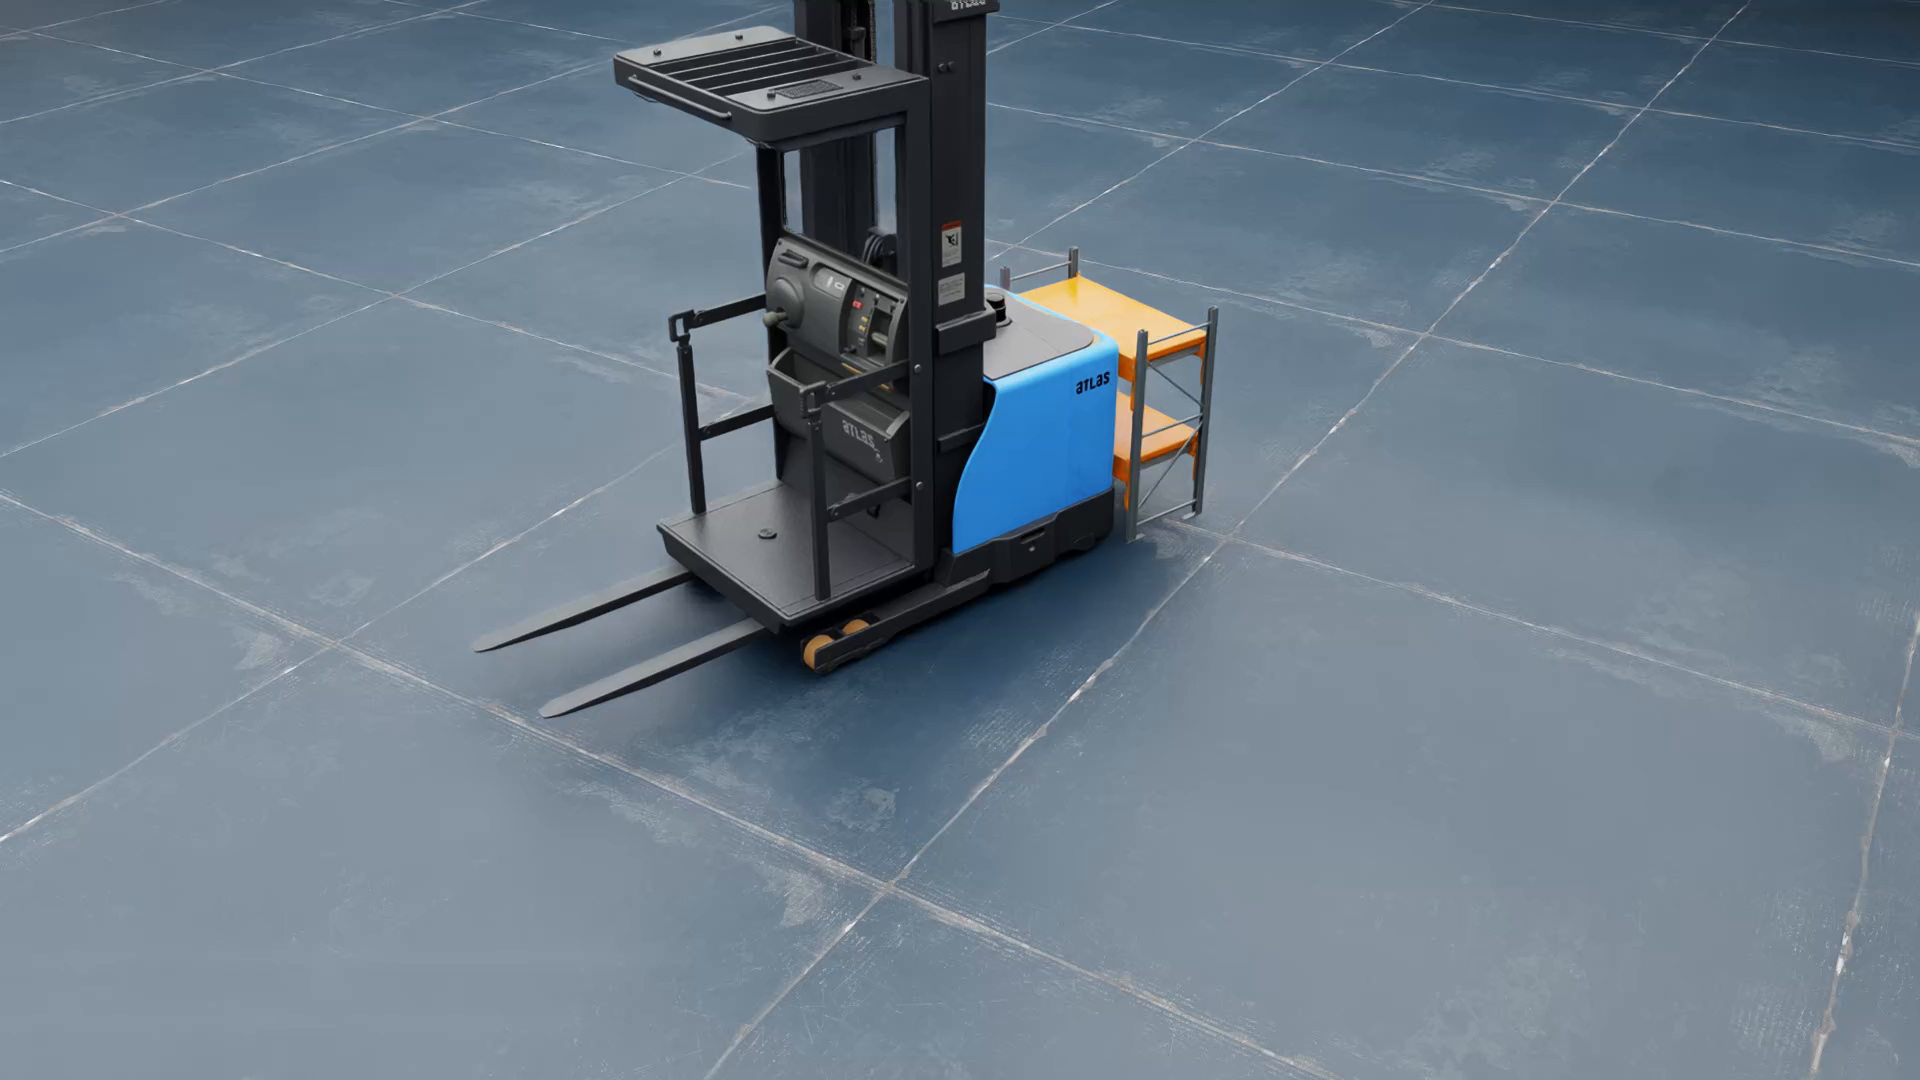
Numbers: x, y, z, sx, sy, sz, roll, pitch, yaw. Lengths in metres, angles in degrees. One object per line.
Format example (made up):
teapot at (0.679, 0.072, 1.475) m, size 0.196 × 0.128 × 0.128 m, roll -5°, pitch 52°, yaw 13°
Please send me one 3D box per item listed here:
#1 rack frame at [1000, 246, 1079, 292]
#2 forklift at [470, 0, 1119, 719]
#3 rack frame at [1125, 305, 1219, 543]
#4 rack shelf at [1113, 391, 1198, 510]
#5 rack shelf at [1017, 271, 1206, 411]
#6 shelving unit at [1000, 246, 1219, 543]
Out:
rack frame at (0.408, -0.958, 8.776) m, size 0.500 × 1.125 × 0.032 m, roll -21°, pitch 36°, yaw -32°
forklift at (-0.699, -0.983, 7.026) m, size 3.031 × 2.935 × 1.130 m, roll -23°, pitch 37°, yaw -34°
rack frame at (1.026, -0.552, 8.079) m, size 0.500 × 1.125 × 0.032 m, roll -21°, pitch 36°, yaw -32°
rack shelf at (0.717, -0.544, 8.551) m, size 0.538 × 0.278 × 1.000 m, roll -21°, pitch 36°, yaw -32°
rack shelf at (0.717, -1.008, 8.280) m, size 0.538 × 0.278 × 1.000 m, roll -21°, pitch 36°, yaw -32°
shelving unit at (0.717, -0.755, 8.428) m, size 0.538 × 1.125 × 1.048 m, roll -21°, pitch 36°, yaw -32°
